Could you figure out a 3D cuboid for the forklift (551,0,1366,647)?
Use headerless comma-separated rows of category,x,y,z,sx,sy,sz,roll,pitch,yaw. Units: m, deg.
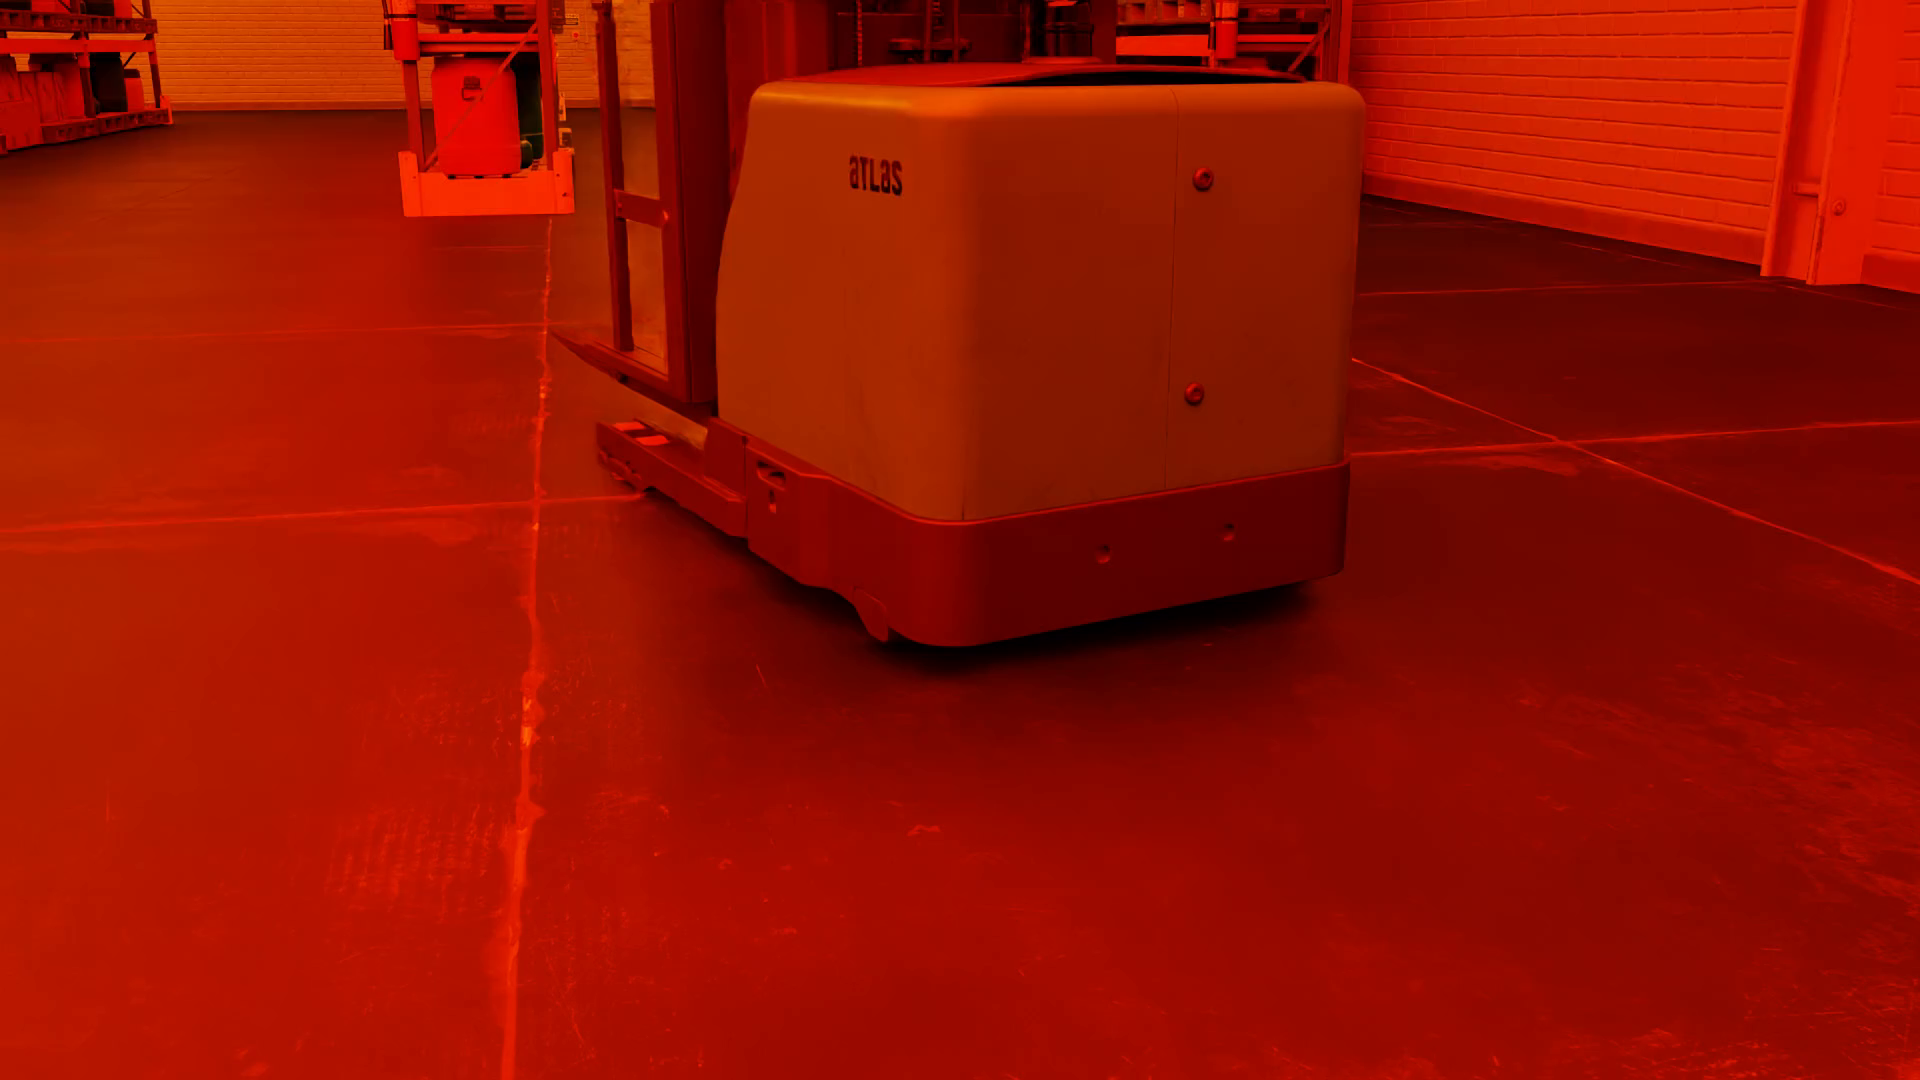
forklift,-0.342,-1.574,4.166,1.130,2.935,3.031,-9,19,-28
